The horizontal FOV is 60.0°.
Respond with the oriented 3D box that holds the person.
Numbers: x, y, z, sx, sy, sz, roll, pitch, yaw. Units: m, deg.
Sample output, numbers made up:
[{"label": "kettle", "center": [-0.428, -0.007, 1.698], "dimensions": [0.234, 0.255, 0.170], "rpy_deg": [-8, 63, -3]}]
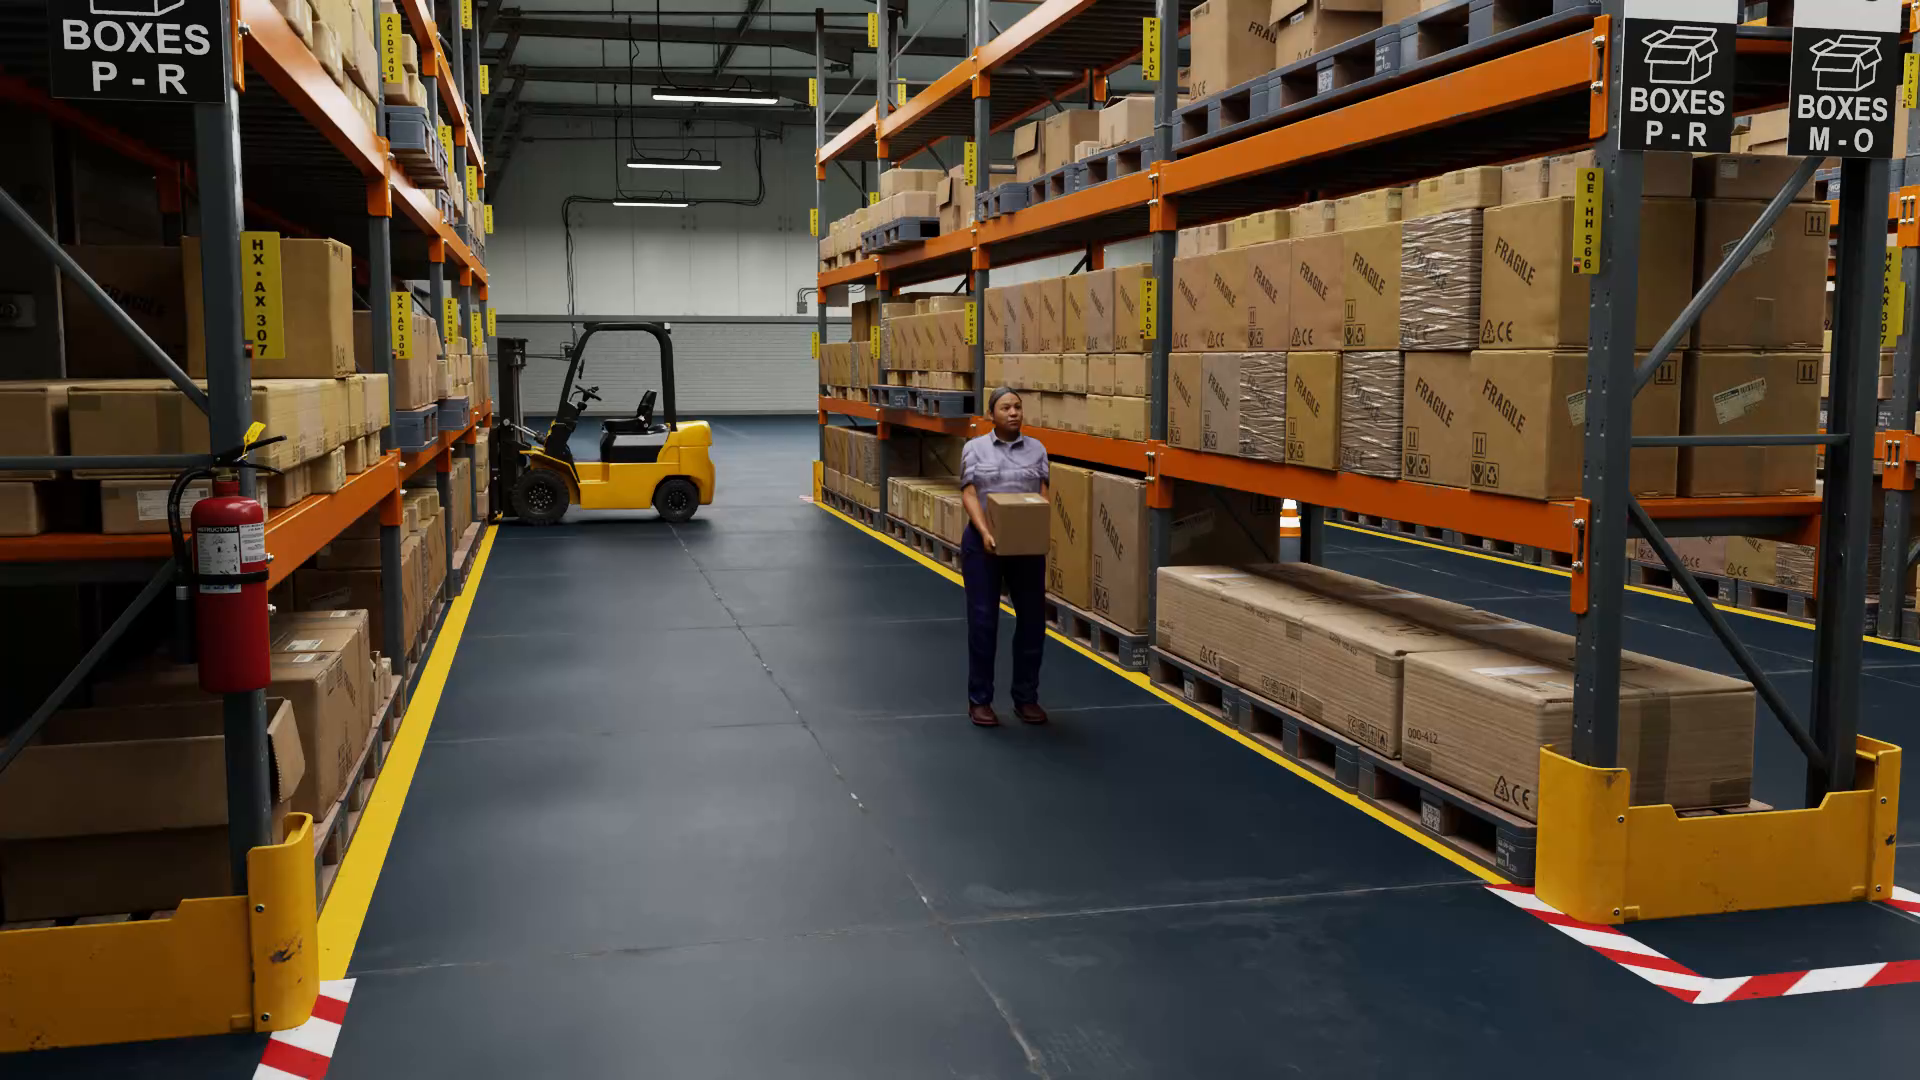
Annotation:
[{"label": "person", "center": [0.239, 0.075, 8.118], "dimensions": [0.452, 1.640, 0.519], "rpy_deg": [-1, 6, -13]}]
